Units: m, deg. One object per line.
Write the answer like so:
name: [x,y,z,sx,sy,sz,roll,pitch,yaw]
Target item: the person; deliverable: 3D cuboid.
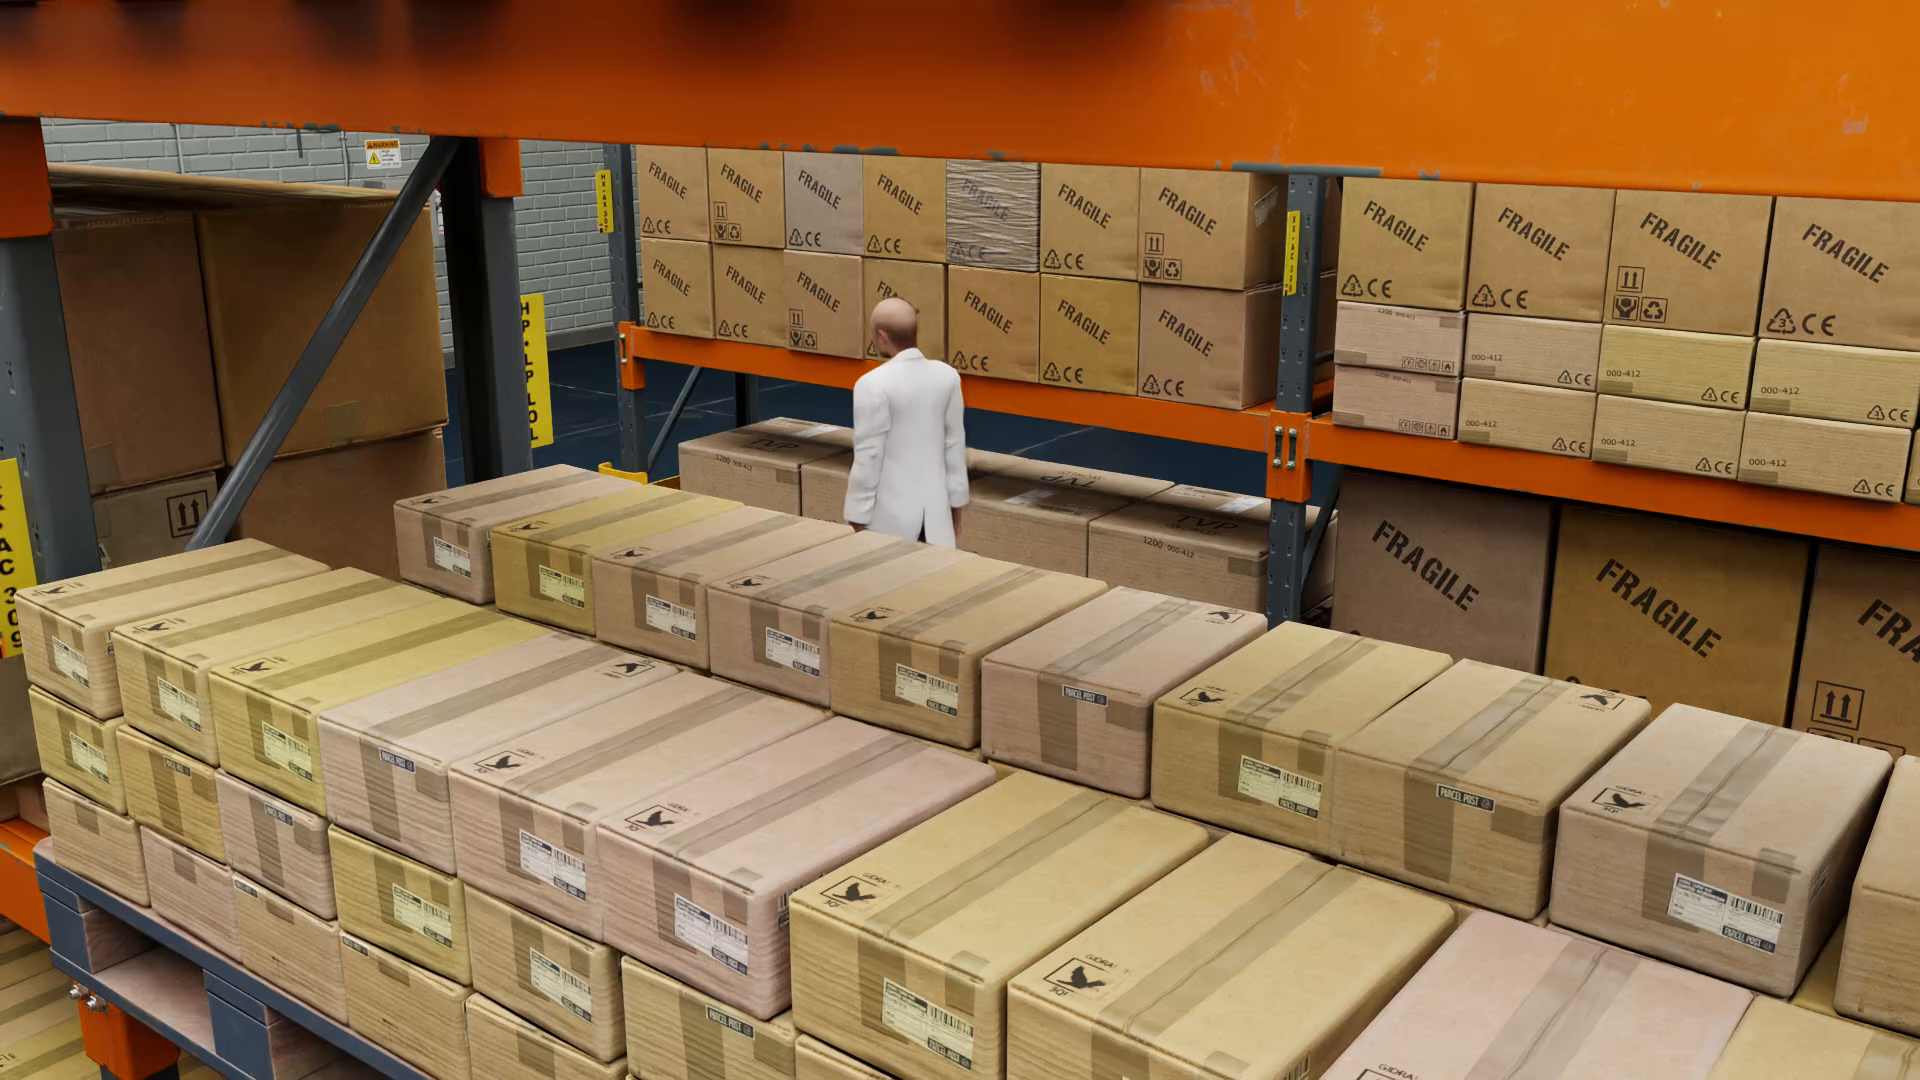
person: [-0.296,-0.138,6.986,0.632,1.769,0.695,-12,20,-36]
